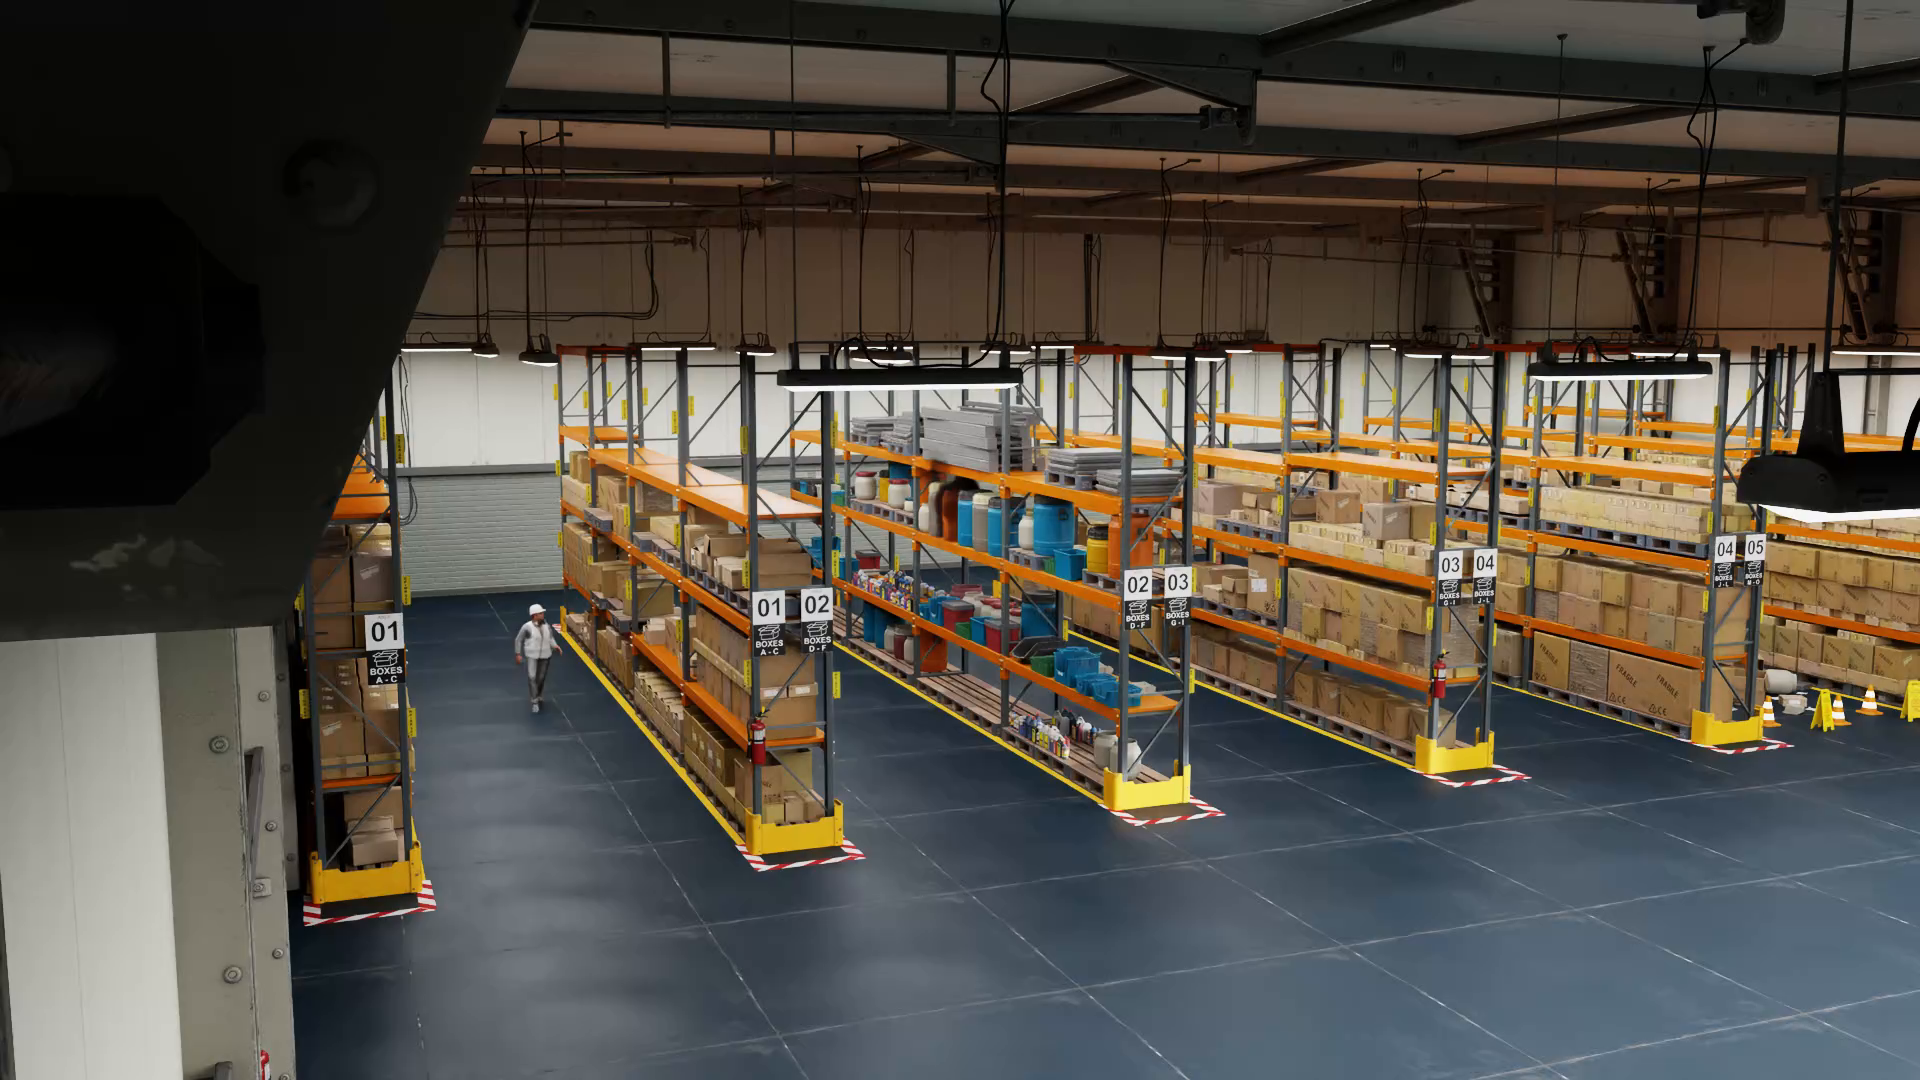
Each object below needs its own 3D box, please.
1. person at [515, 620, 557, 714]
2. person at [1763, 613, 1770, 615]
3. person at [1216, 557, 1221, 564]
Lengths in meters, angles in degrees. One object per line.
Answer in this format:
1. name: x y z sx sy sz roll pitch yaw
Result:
1. person: -7.094 2.069 27.875 0.694 1.511 0.992 -3 8 -21
2. person: 16.015 1.215 33.134 0.546 1.735 0.515 3 8 25
3. person: 5.218 0.658 34.377 0.237 0.661 0.503 -1 7 -10
